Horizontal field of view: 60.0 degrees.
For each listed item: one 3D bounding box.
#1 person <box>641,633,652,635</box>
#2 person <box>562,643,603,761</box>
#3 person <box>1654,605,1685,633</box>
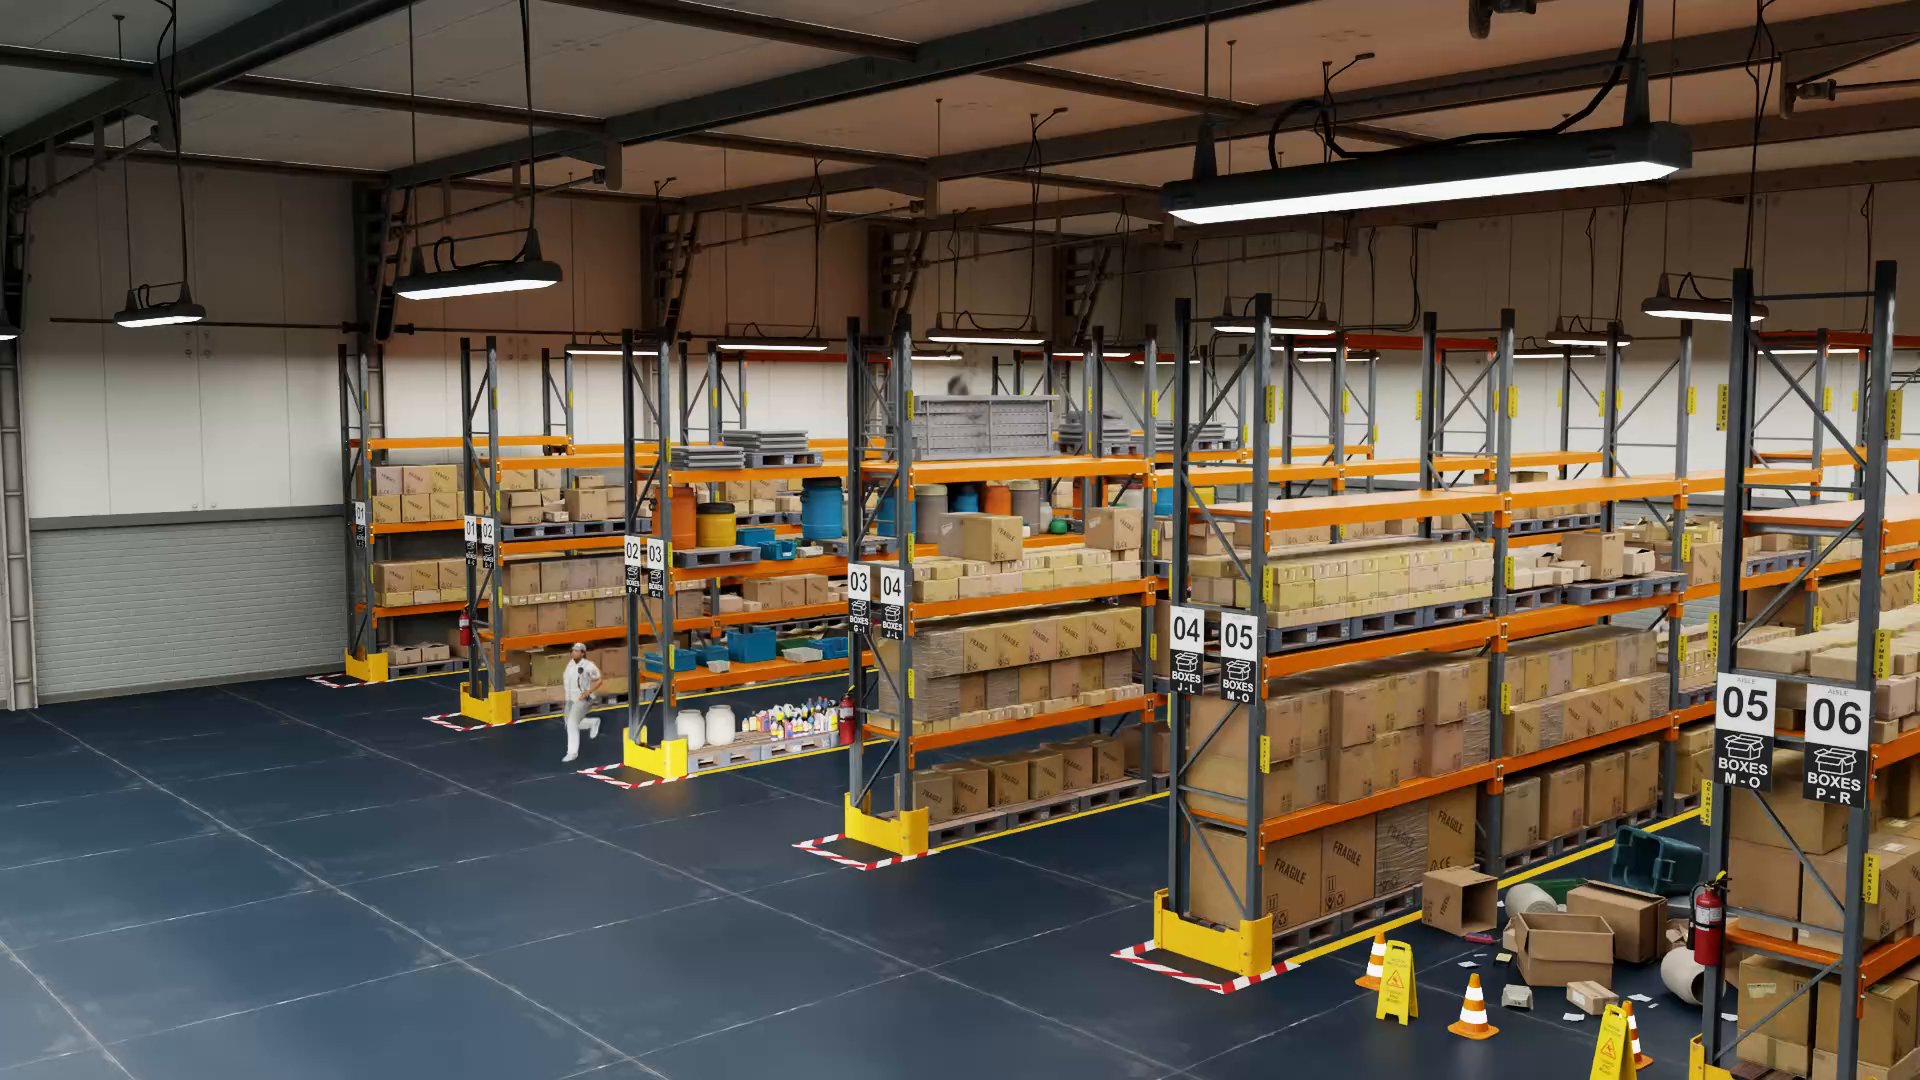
[{"bbox_3d":[-5.671,1.604,30.006,0.586,1.737,0.638,-4,7,-39],"label":"person"},{"bbox_3d":[-5.362,2.269,23.572,0.605,1.642,0.812,4,6,36],"label":"person"},{"bbox_3d":[12.063,1.877,28.256,0.572,1.537,0.527,1,5,15],"label":"person"}]
